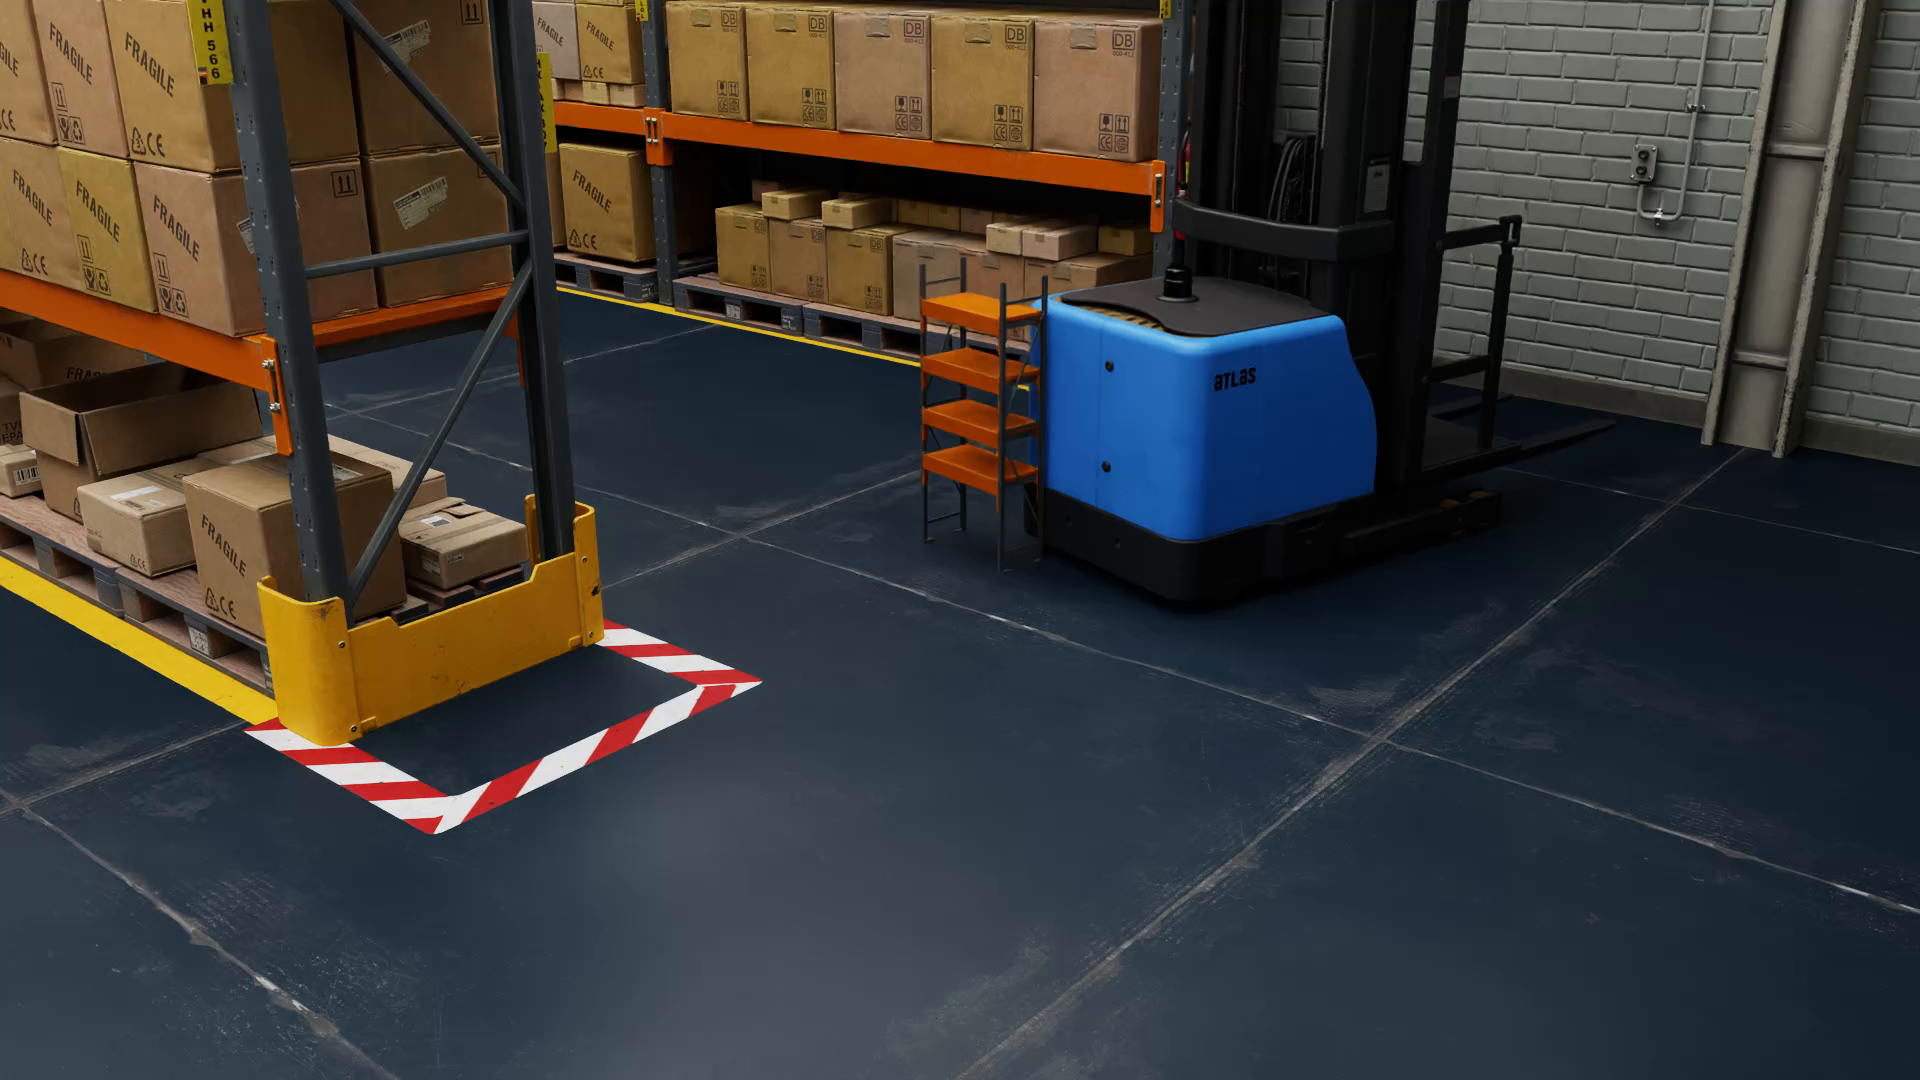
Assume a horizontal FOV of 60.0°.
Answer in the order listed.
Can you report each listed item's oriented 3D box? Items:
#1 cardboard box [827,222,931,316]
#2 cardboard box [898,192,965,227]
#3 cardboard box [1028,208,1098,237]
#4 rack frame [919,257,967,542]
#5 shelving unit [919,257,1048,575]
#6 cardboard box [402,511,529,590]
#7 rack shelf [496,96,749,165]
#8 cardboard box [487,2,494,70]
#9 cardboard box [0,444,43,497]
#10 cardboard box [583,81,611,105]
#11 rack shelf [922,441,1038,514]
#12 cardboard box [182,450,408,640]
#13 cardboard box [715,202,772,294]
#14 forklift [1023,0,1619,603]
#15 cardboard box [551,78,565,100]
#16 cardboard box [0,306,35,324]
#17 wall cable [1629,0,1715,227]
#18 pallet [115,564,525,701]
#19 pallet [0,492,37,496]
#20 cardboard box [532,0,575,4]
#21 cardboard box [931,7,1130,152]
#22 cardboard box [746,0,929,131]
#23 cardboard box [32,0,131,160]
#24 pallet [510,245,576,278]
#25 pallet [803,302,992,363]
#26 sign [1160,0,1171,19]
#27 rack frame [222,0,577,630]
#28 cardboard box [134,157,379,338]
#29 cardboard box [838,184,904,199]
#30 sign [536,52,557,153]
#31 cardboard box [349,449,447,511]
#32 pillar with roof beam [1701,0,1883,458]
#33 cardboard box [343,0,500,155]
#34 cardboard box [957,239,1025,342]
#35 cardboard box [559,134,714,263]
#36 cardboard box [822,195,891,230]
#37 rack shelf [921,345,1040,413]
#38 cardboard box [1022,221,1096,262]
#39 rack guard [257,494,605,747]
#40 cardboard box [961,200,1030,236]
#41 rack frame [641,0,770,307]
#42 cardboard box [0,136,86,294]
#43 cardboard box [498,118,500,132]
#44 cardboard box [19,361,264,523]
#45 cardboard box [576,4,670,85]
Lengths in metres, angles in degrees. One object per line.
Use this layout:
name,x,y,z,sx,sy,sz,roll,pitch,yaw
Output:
cardboard box,-0.416,-1.756,10.522,0.500,0.500,0.700,17,26,37
cardboard box,-0.176,-2.085,10.474,0.250,0.149,0.380,16,26,35
cardboard box,0.610,-1.859,9.874,0.250,0.149,0.380,16,26,36
rack frame,-0.068,-0.580,7.005,0.240,1.200,0.015,-17,26,-38
shelving unit,0.091,-0.514,6.832,0.258,1.200,0.503,-17,26,-38
cardboard box,-1.851,0.036,6.239,0.250,0.149,0.380,16,26,36
rack shelf,-3.263,-3.262,12.587,4.000,0.370,1.077,16,26,36
cardboard box,-3.016,-3.607,11.891,0.500,0.500,0.500,16,26,36
cardboard box,-3.978,-0.334,7.196,0.250,0.166,0.380,16,26,36
cardboard box,-2.365,-3.092,11.444,0.250,0.149,0.380,17,26,37
rack shelf,0.091,-0.266,6.926,0.258,0.148,0.480,-17,26,-38
cardboard box,-2.321,0.005,5.823,0.500,0.500,0.500,16,26,36
cardboard box,-1.199,-1.984,11.127,0.500,0.500,0.700,16,26,37
forklift,1.765,-1.517,7.037,3.031,2.935,1.130,-14,25,-33
cardboard box,-2.779,-3.205,11.744,0.250,0.149,0.380,16,26,36
cardboard box,-5.064,-1.008,8.510,0.500,0.500,0.500,15,25,34
wall cable,2.975,-2.708,8.659,1.851,1.984,0.084,16,26,36
pallet,-2.421,0.205,6.325,1.213,0.211,1.003,16,26,36
pallet,-4.312,-0.339,7.768,1.213,0.211,1.003,16,26,36
cardboard box,-2.627,-3.850,11.471,0.500,0.250,0.500,17,26,37
cardboard box,0.413,-2.671,9.574,0.700,0.700,0.980,16,26,36
cardboard box,-0.742,-3.003,10.455,0.700,0.700,0.980,15,25,35
cardboard box,-2.655,-1.556,5.485,0.500,0.500,0.500,17,26,38
pallet,-3.309,-2.271,12.892,1.213,0.211,1.003,16,26,36
pallet,-0.225,-1.384,10.540,1.213,0.211,1.003,16,26,36
sign,1.031,-2.767,8.279,0.005,0.325,0.100,16,26,36
rack frame,-1.744,-0.905,5.317,0.127,3.000,1.000,16,26,36
cardboard box,-2.263,-0.977,5.367,0.500,0.500,0.500,17,27,38
cardboard box,-0.572,-2.199,10.776,0.250,0.149,0.380,15,25,35
sign,-1.401,-1.458,5.558,0.005,0.325,0.100,16,26,36
cardboard box,-2.373,-0.135,6.547,0.500,0.250,0.500,16,26,36
pillar with roof beam,1.302,-3.524,3.760,0.400,9.000,9.100,16,26,36
cardboard box,-1.921,-1.591,5.576,0.500,0.500,0.500,17,27,38
cardboard box,0.392,-1.527,9.915,0.500,0.500,0.700,16,26,36
cardboard box,-2.300,-2.452,11.872,0.750,0.750,0.750,16,26,37
cardboard box,-0.645,-2.045,10.369,0.250,0.149,0.380,15,25,35
rack shelf,0.091,-0.661,6.777,0.258,0.148,0.480,-17,26,-38
cardboard box,0.565,-1.698,9.448,0.250,0.149,0.380,16,26,36
rack guard,-1.803,0.248,5.803,0.348,0.500,1.175,16,26,36
cardboard box,0.219,-1.971,10.173,0.250,0.149,0.380,17,26,37
rack frame,-1.714,-3.152,11.276,0.127,3.000,1.000,16,26,36
cardboard box,-3.051,-1.205,5.970,0.500,0.500,0.500,16,26,37
cardboard box,-3.651,-2.838,12.895,0.750,0.750,0.750,16,26,36
cardboard box,-3.384,-0.417,6.938,0.637,0.503,0.797,16,26,36
cardboard box,-2.231,-3.382,11.293,0.500,0.500,0.500,16,26,35
